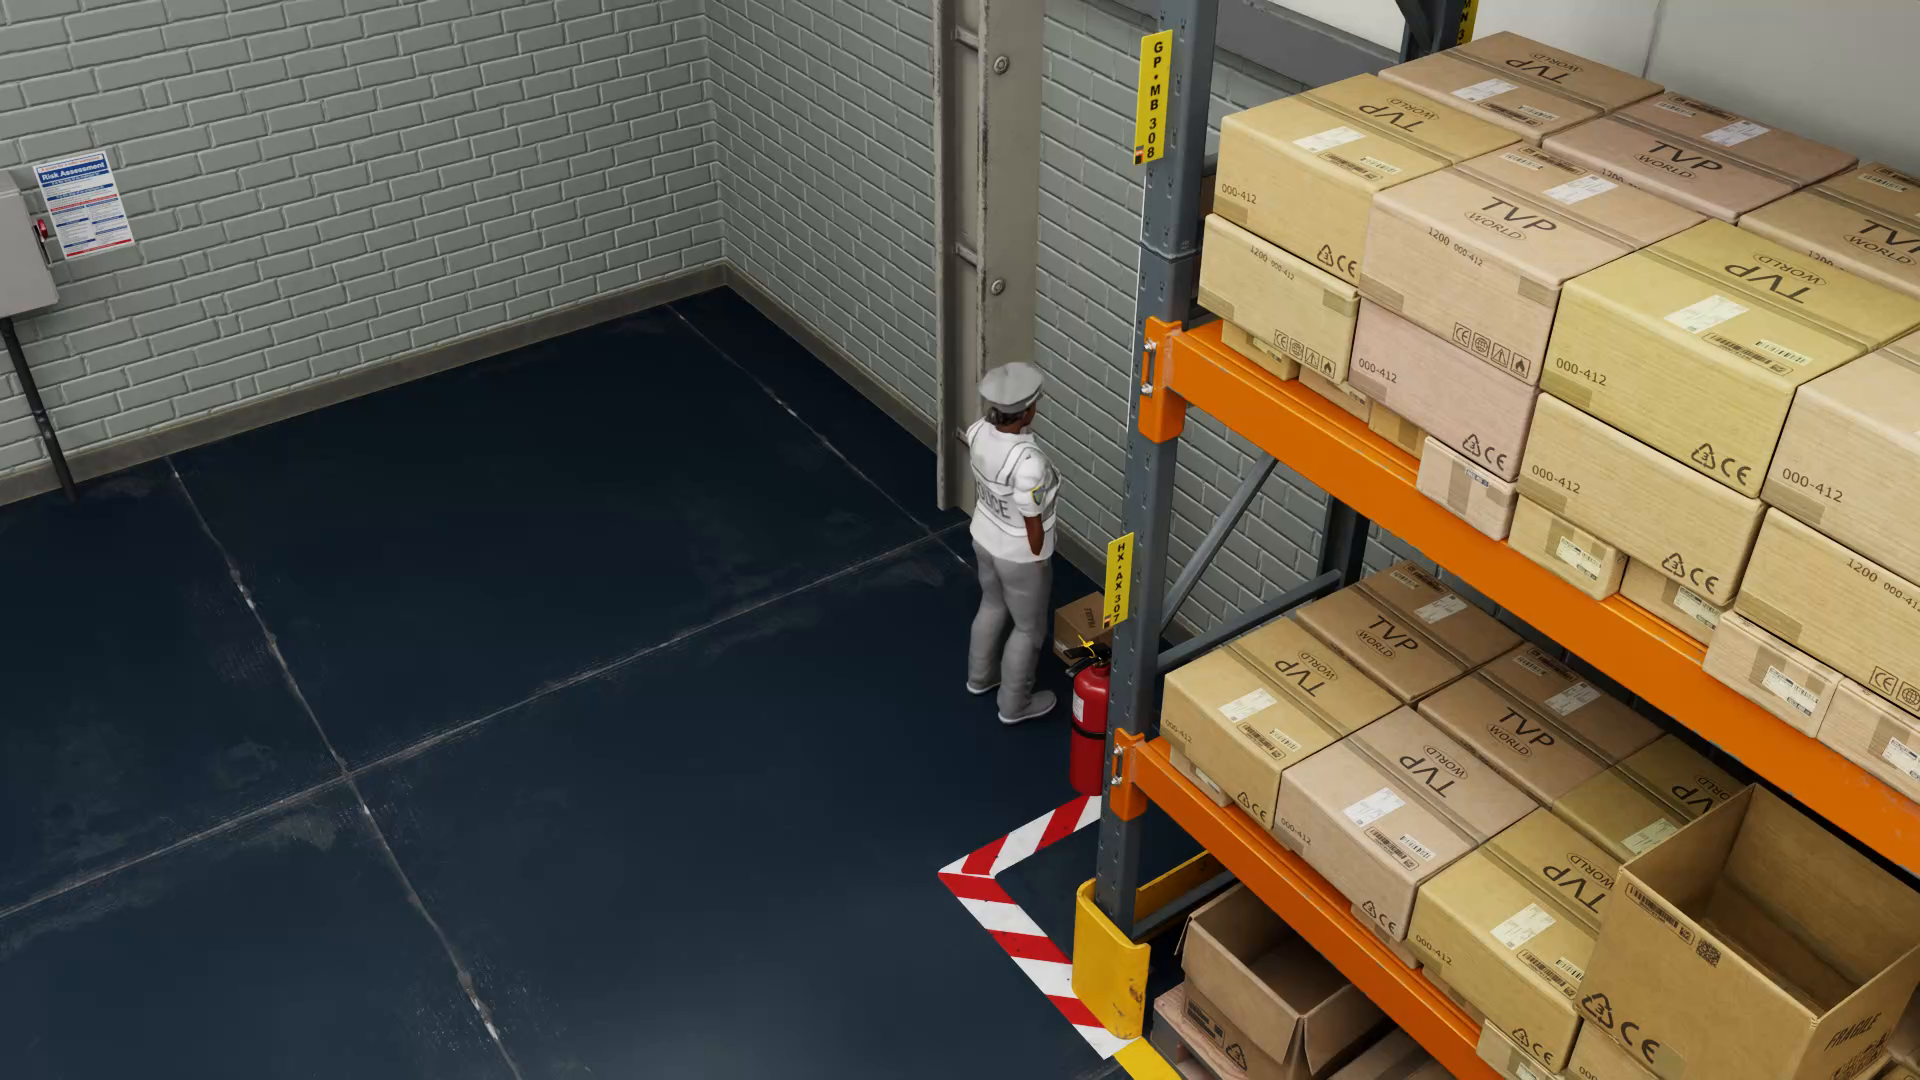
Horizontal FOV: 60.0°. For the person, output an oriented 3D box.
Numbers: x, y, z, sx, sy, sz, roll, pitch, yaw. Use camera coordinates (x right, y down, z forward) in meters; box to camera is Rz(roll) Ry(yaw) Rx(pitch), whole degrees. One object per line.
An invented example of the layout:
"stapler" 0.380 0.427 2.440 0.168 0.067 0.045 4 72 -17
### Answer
"person" 0.223 0.019 6.976 0.341 1.666 0.437 -22 42 -27
